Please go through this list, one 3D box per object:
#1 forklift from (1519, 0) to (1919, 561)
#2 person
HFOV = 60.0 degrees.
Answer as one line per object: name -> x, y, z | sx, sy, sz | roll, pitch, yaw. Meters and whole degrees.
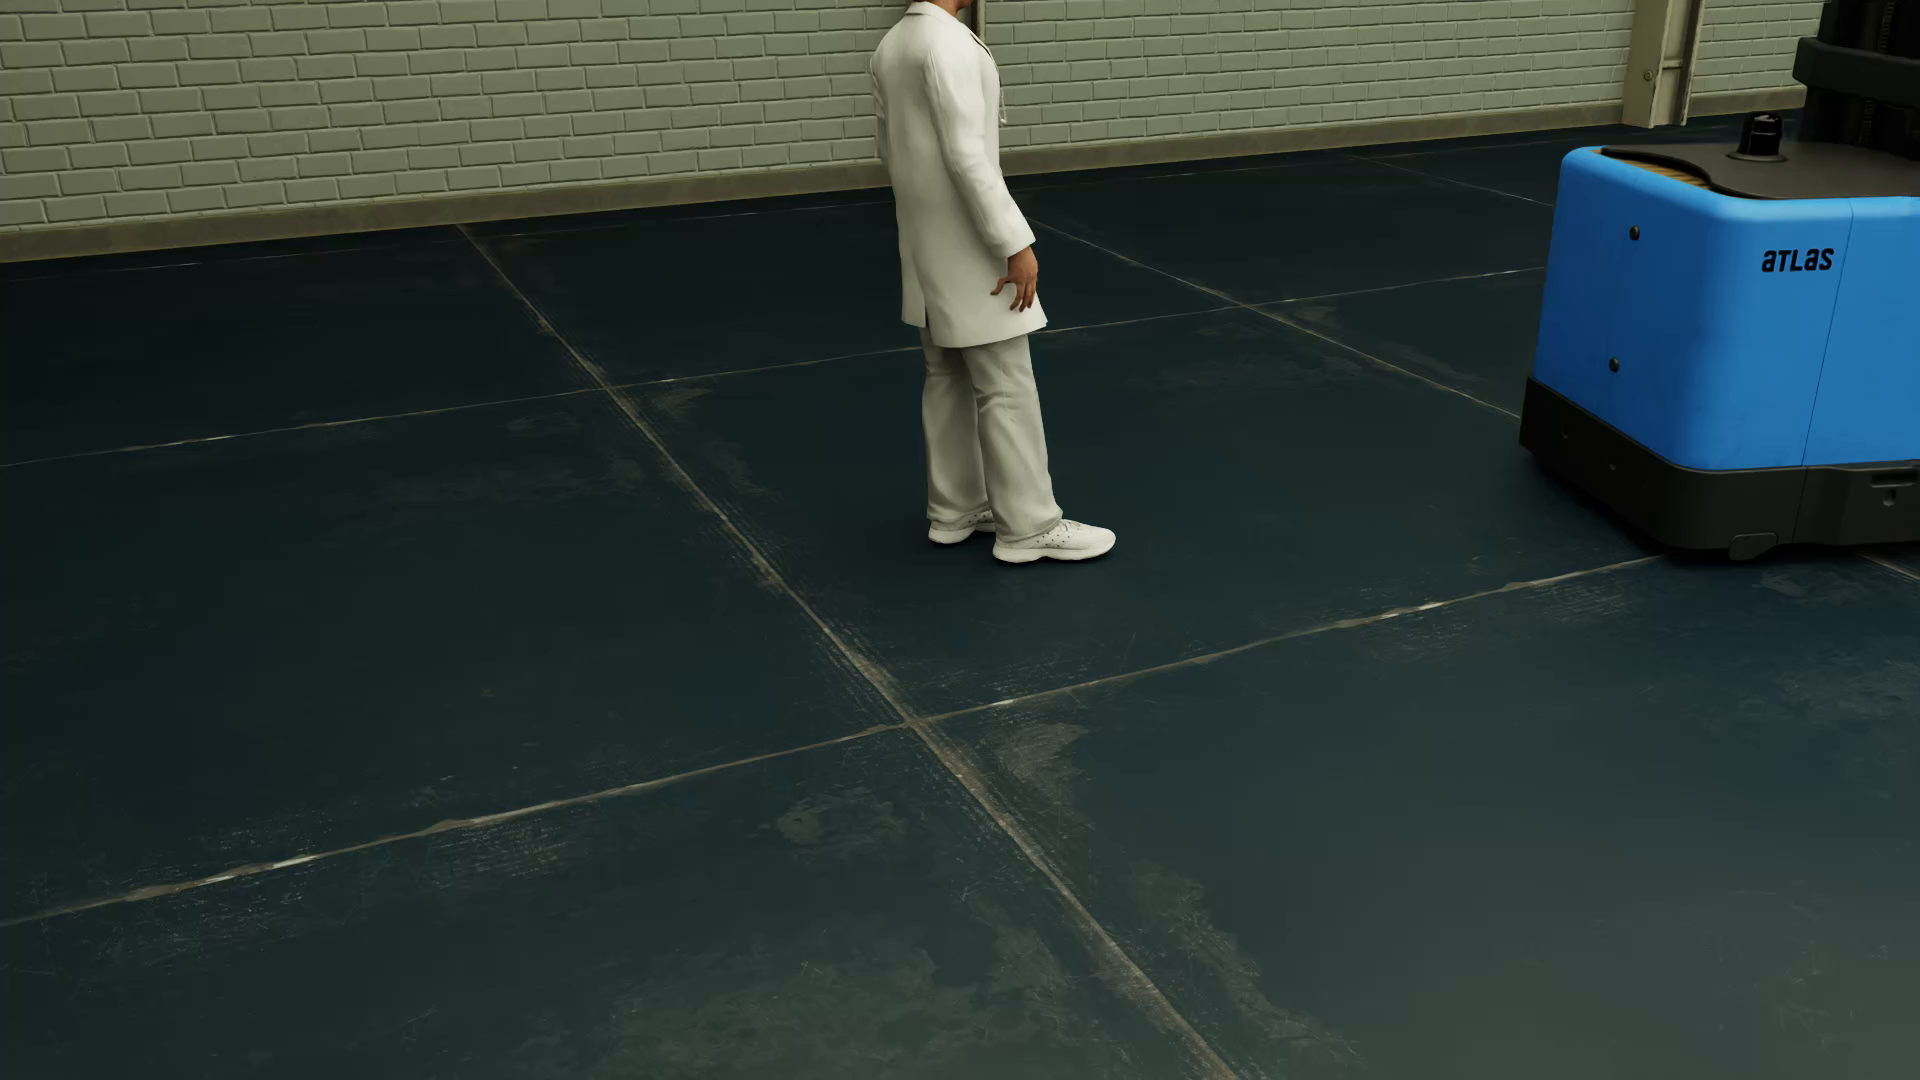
forklift -> 3.486, -1.541, 4.995 | 3.031, 2.935, 1.130 | -3, 23, -8
person -> 0.084, -0.840, 4.794 | 0.581, 1.775, 0.696 | -10, 25, -23
